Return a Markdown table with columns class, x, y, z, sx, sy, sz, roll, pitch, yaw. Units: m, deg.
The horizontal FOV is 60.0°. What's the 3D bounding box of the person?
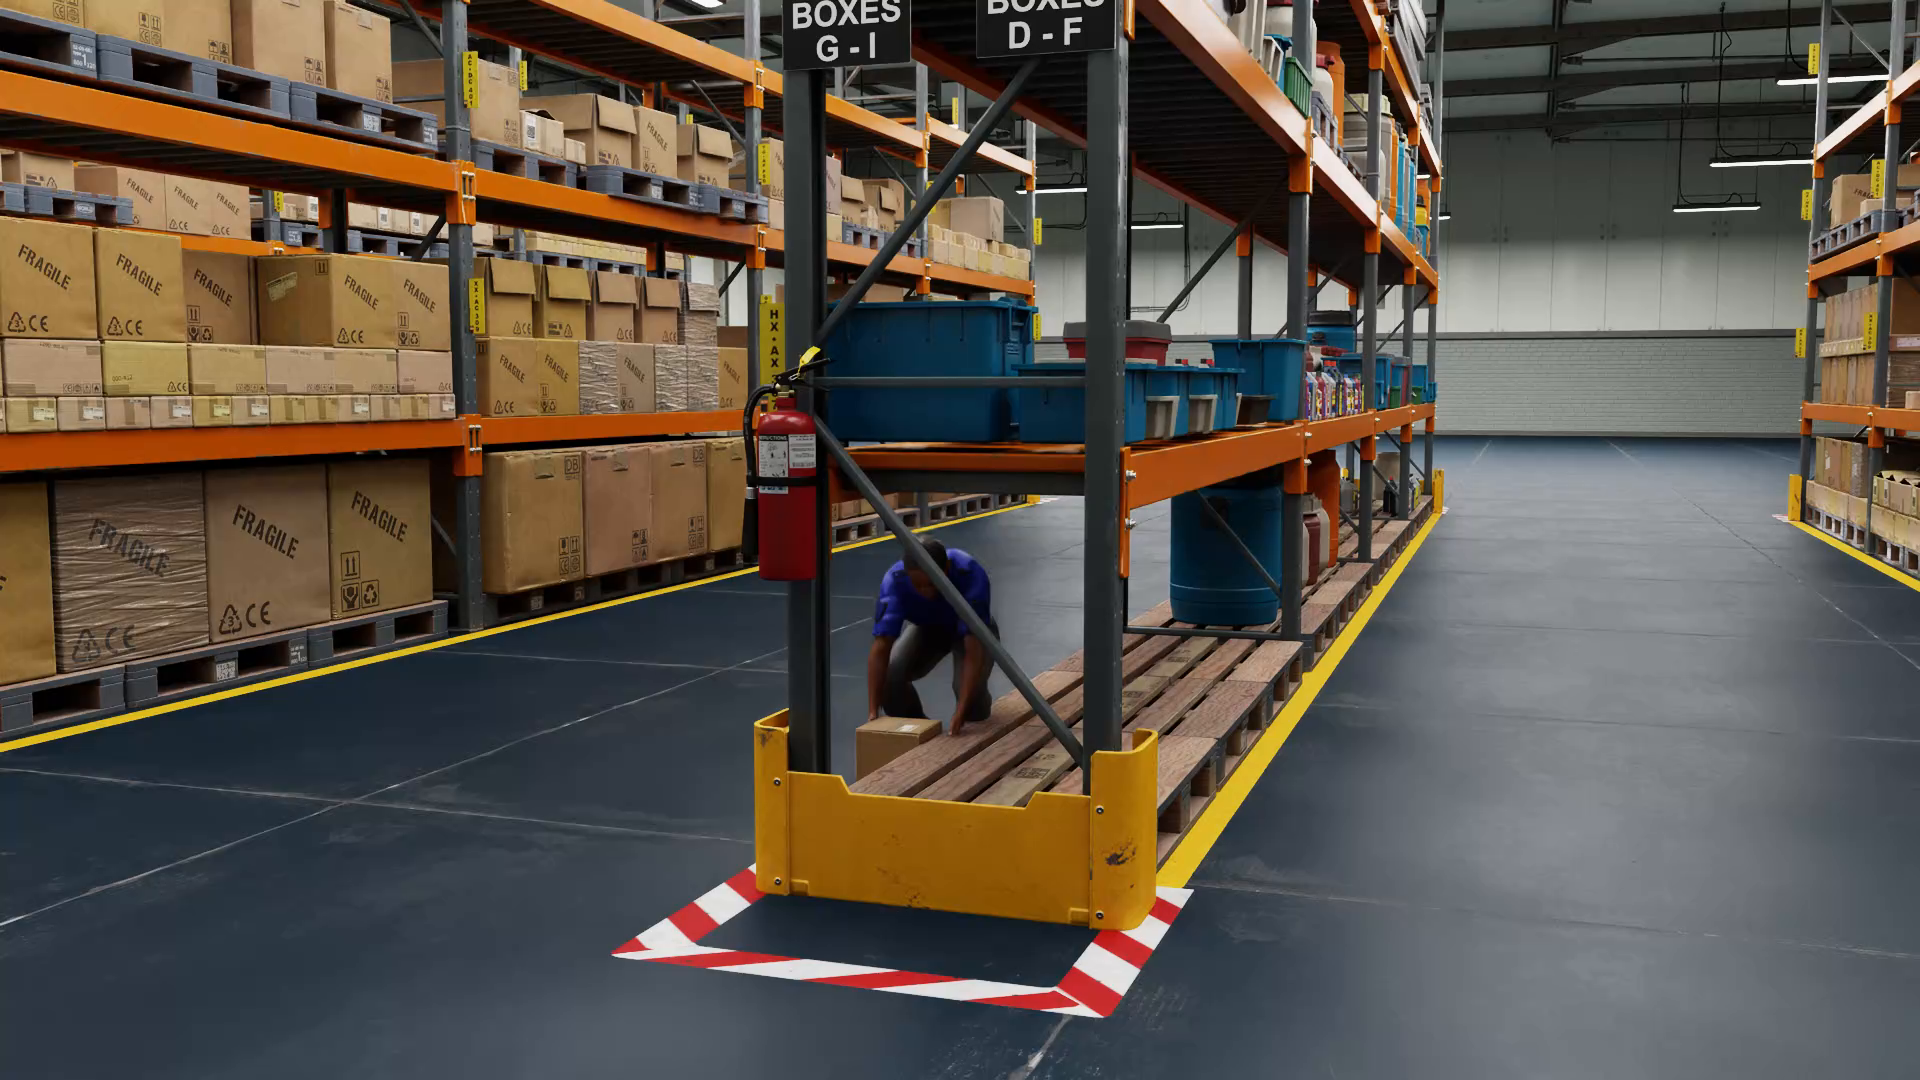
| class | x | y | z | sx | sy | sz | roll | pitch | yaw |
| --- | --- | --- | --- | --- | --- | --- | --- | --- | --- |
| person | -0.078 | 0.430 | 6.489 | 0.485 | 0.954 | 0.795 | 2 | 6 | 18 |
